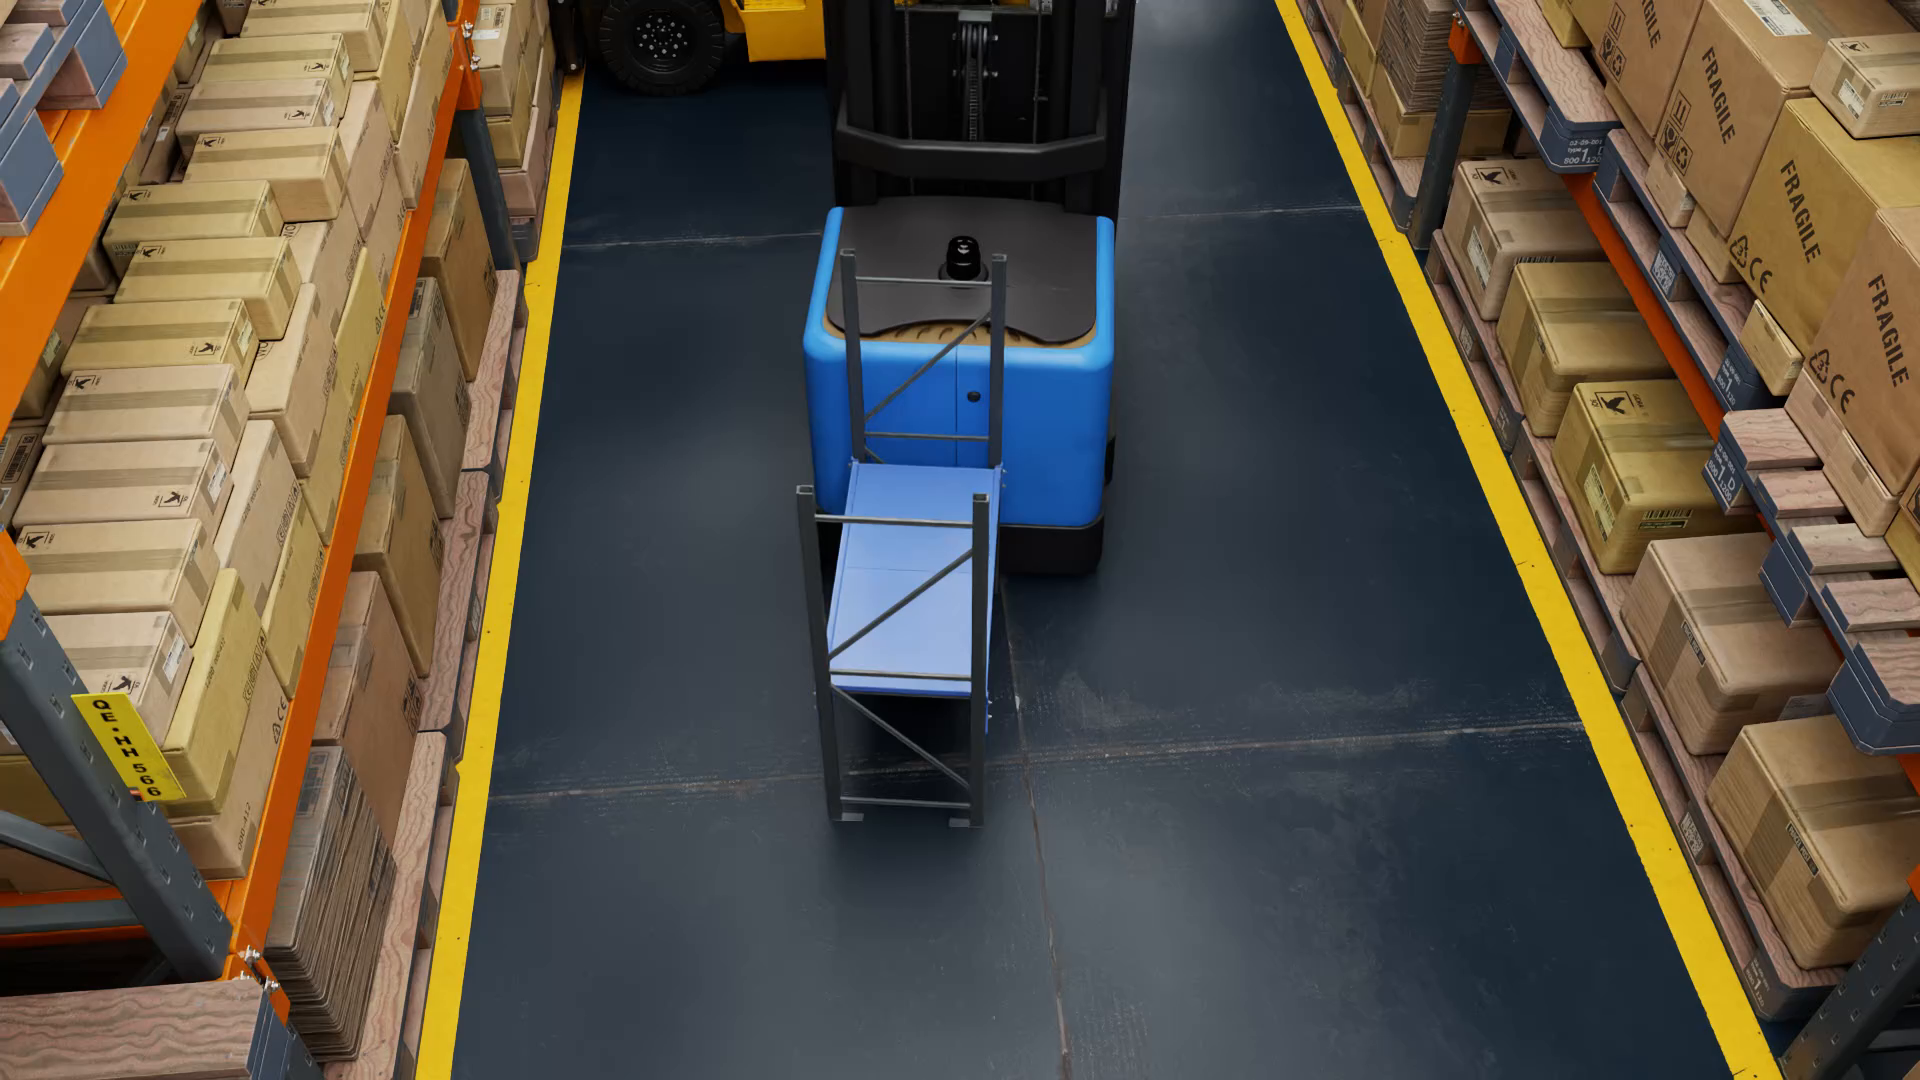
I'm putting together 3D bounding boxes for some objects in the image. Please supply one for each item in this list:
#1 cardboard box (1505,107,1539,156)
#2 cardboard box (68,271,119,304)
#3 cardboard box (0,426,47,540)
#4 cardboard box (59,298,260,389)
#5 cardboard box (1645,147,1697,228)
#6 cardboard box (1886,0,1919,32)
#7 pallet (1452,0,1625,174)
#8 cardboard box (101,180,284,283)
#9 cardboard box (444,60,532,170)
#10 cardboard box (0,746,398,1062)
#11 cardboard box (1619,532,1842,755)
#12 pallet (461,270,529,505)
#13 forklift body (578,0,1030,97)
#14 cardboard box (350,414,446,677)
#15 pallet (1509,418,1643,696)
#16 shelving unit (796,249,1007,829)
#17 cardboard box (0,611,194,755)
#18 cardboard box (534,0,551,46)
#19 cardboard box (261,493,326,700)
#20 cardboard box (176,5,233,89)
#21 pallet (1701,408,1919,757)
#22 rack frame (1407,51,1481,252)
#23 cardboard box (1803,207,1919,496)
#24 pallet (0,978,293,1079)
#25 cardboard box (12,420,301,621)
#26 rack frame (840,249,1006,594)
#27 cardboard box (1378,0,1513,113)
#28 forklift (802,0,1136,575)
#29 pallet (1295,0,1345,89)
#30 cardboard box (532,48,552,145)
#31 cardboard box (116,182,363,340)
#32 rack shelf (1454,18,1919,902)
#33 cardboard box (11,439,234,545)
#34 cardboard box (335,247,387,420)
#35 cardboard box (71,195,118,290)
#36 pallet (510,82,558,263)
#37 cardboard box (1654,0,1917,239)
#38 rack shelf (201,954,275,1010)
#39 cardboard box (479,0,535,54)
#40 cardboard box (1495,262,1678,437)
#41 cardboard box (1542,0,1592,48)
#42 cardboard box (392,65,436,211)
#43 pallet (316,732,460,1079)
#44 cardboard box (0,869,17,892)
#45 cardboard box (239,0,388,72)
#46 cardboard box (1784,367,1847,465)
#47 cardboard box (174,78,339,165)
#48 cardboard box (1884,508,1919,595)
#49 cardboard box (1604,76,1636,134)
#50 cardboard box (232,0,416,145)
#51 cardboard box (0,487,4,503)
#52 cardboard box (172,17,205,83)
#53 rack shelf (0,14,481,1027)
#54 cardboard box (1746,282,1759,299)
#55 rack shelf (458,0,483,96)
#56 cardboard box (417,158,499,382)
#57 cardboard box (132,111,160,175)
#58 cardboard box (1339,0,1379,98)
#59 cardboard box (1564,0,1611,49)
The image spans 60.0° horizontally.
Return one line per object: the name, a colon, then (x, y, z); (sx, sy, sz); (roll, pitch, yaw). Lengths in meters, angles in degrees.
cardboard box: (2.754, -2.043, 7.724); (0.500, 0.250, 0.500); (-5, 47, -5)
cardboard box: (-2.509, -0.728, 4.633); (0.500, 0.250, 0.500); (-4, 47, -4)
cardboard box: (-2.436, -0.001, 3.944); (0.500, 0.250, 0.500); (-3, 47, -3)
cardboard box: (-1.966, -0.455, 4.099); (0.380, 0.149, 0.250); (-3, 47, -3)
cardboard box: (2.347, -1.096, 5.105); (0.380, 0.149, 0.250); (-2, 47, -2)
cardboard box: (2.927, -1.251, 4.806); (0.500, 0.500, 0.500); (-5, 47, -5)
pallet: (2.454, -1.774, 5.996); (1.003, 0.211, 1.213); (-3, 47, -3)
cardboard box: (-2.046, -0.824, 4.449); (0.380, 0.149, 0.250); (-3, 47, -3)
cardboard box: (-2.144, -1.836, 7.184); (0.500, 0.250, 0.500); (-4, 47, -3)
cardboard box: (-2.115, 1.017, 4.567); (0.875, 0.625, 0.625); (-2, 47, -2)
cardboard box: (2.762, 0.309, 5.412); (0.950, 0.372, 0.625); (-4, 47, -4)
pallet: (-2.311, -0.607, 6.680); (1.003, 0.211, 1.213); (-3, 47, -3)
forklift body: (-0.769, -3.438, 8.025); (2.313, 2.155, 1.214); (-3, 47, -3)
cardboard box: (-2.234, 0.058, 5.476); (0.875, 0.625, 0.625); (-5, 47, -5)
pallet: (2.707, 0.006, 6.099); (1.003, 0.211, 1.213); (-3, 47, -3)
shelving unit: (-0.142, 0.027, 5.191); (0.538, 1.500, 1.048); (3, 47, 2)
cardboard box: (-1.810, 0.291, 3.393); (0.380, 0.149, 0.250); (-2, 47, -2)
cardboard box: (-2.219, -2.565, 7.874); (0.500, 0.250, 0.500); (-4, 47, -4)
cardboard box: (-1.907, 0.149, 4.147); (0.500, 0.250, 0.500); (-4, 47, -4)
cardboard box: (-2.592, -1.470, 5.335); (0.500, 0.250, 0.500); (-4, 47, -4)
pallet: (2.704, 0.050, 4.269); (1.213, 0.211, 1.003); (-3, 47, -3)
rack frame: (2.535, -2.401, 6.458); (1.000, 3.000, 0.127); (-3, 47, -3)
cardboard box: (2.500, -0.474, 4.070); (0.500, 0.500, 0.500); (-4, 47, -4)
pallet: (-1.950, 1.349, 3.038); (1.213, 0.211, 1.003); (-3, 47, -3)
cardboard box: (-1.911, -0.021, 3.963); (0.500, 0.250, 0.500); (-2, 47, -2)
rack frame: (-0.111, -0.341, 5.540); (0.500, 1.500, 0.032); (3, 47, 2)
cardboard box: (2.218, -2.270, 7.422); (0.500, 0.500, 0.500); (-4, 47, -4)
forklift: (0.081, -1.949, 6.077); (1.130, 2.935, 3.031); (3, 47, 2)
pallet: (2.338, -2.811, 8.767); (1.003, 0.211, 1.213); (-3, 47, -3)
cardboard box: (-2.180, -2.032, 7.713); (0.500, 0.250, 0.500); (-4, 47, -4)
cardboard box: (-2.005, -0.769, 4.672); (0.500, 0.250, 0.500); (-3, 47, -3)
rack shelf: (2.702, -0.707, 5.349); (1.077, 0.370, 4.000); (-3, 47, -3)
cardboard box: (-1.880, -0.086, 3.750); (0.380, 0.149, 0.250); (-2, 47, -2)
cardboard box: (-1.999, -0.599, 4.855); (0.500, 0.250, 0.500); (-2, 47, -2)
cardboard box: (-2.453, -0.793, 4.419); (0.380, 0.149, 0.250); (-2, 47, -2)
pallet: (-2.436, -1.716, 7.730); (1.003, 0.211, 1.213); (-3, 47, -3)
cardboard box: (2.412, -1.234, 4.790); (0.500, 0.500, 0.500); (-5, 47, -5)
rack shelf: (-1.909, 2.492, 2.320); (1.077, 0.370, 4.000); (-3, 47, -3)
cardboard box: (-2.172, -2.379, 7.353); (0.500, 0.250, 0.500); (-3, 47, -3)
cardboard box: (2.645, -0.743, 6.408); (0.950, 0.372, 0.625); (-1, 47, -1)
cardboard box: (2.278, -1.859, 5.828); (0.380, 0.149, 0.250); (-3, 47, -2)
cardboard box: (-2.061, -1.333, 5.550); (0.500, 0.250, 0.500); (-4, 47, -4)
pallet: (-2.106, 1.158, 5.008); (1.003, 0.211, 1.213); (-3, 47, -3)
cardboard box: (-2.369, 0.539, 3.777); (0.500, 0.250, 0.500); (-4, 47, -4)
cardboard box: (-2.000, -1.573, 5.158); (0.380, 0.149, 0.250); (-5, 47, -5)
cardboard box: (2.434, -0.340, 4.390); (0.380, 0.149, 0.250); (-5, 47, -5)
cardboard box: (-2.025, -1.198, 4.803); (0.380, 0.149, 0.250); (-3, 47, -3)
cardboard box: (2.513, 0.022, 4.047); (0.380, 0.149, 0.250); (-3, 47, -3)
cardboard box: (2.358, -1.470, 5.460); (0.380, 0.149, 0.250); (-3, 47, -3)
cardboard box: (-2.065, -1.506, 5.369); (0.500, 0.250, 0.500); (-5, 47, -4)
cardboard box: (-2.400, -0.057, 3.722); (0.380, 0.149, 0.250); (-4, 47, -3)
cardboard box: (-2.563, -1.525, 5.113); (0.380, 0.149, 0.250); (-4, 47, -4)
rack shelf: (-2.244, -0.403, 5.061); (1.077, 0.370, 4.000); (-3, 47, -3)
cardboard box: (2.502, -0.728, 4.757); (0.380, 0.149, 0.250); (-3, 47, -3)
rack shelf: (-2.579, -3.297, 7.802); (1.077, 0.370, 4.000); (-3, 47, -3)
cardboard box: (-2.356, -1.048, 6.523); (0.875, 0.625, 0.625); (-2, 47, -2)
cardboard box: (-2.542, -1.161, 4.768); (0.380, 0.149, 0.250); (-4, 47, -4)
cardboard box: (2.163, -2.396, 8.058); (0.500, 0.250, 0.500); (-5, 47, -4)
cardboard box: (2.331, -1.963, 5.481); (0.500, 0.500, 0.500); (-3, 47, -3)
